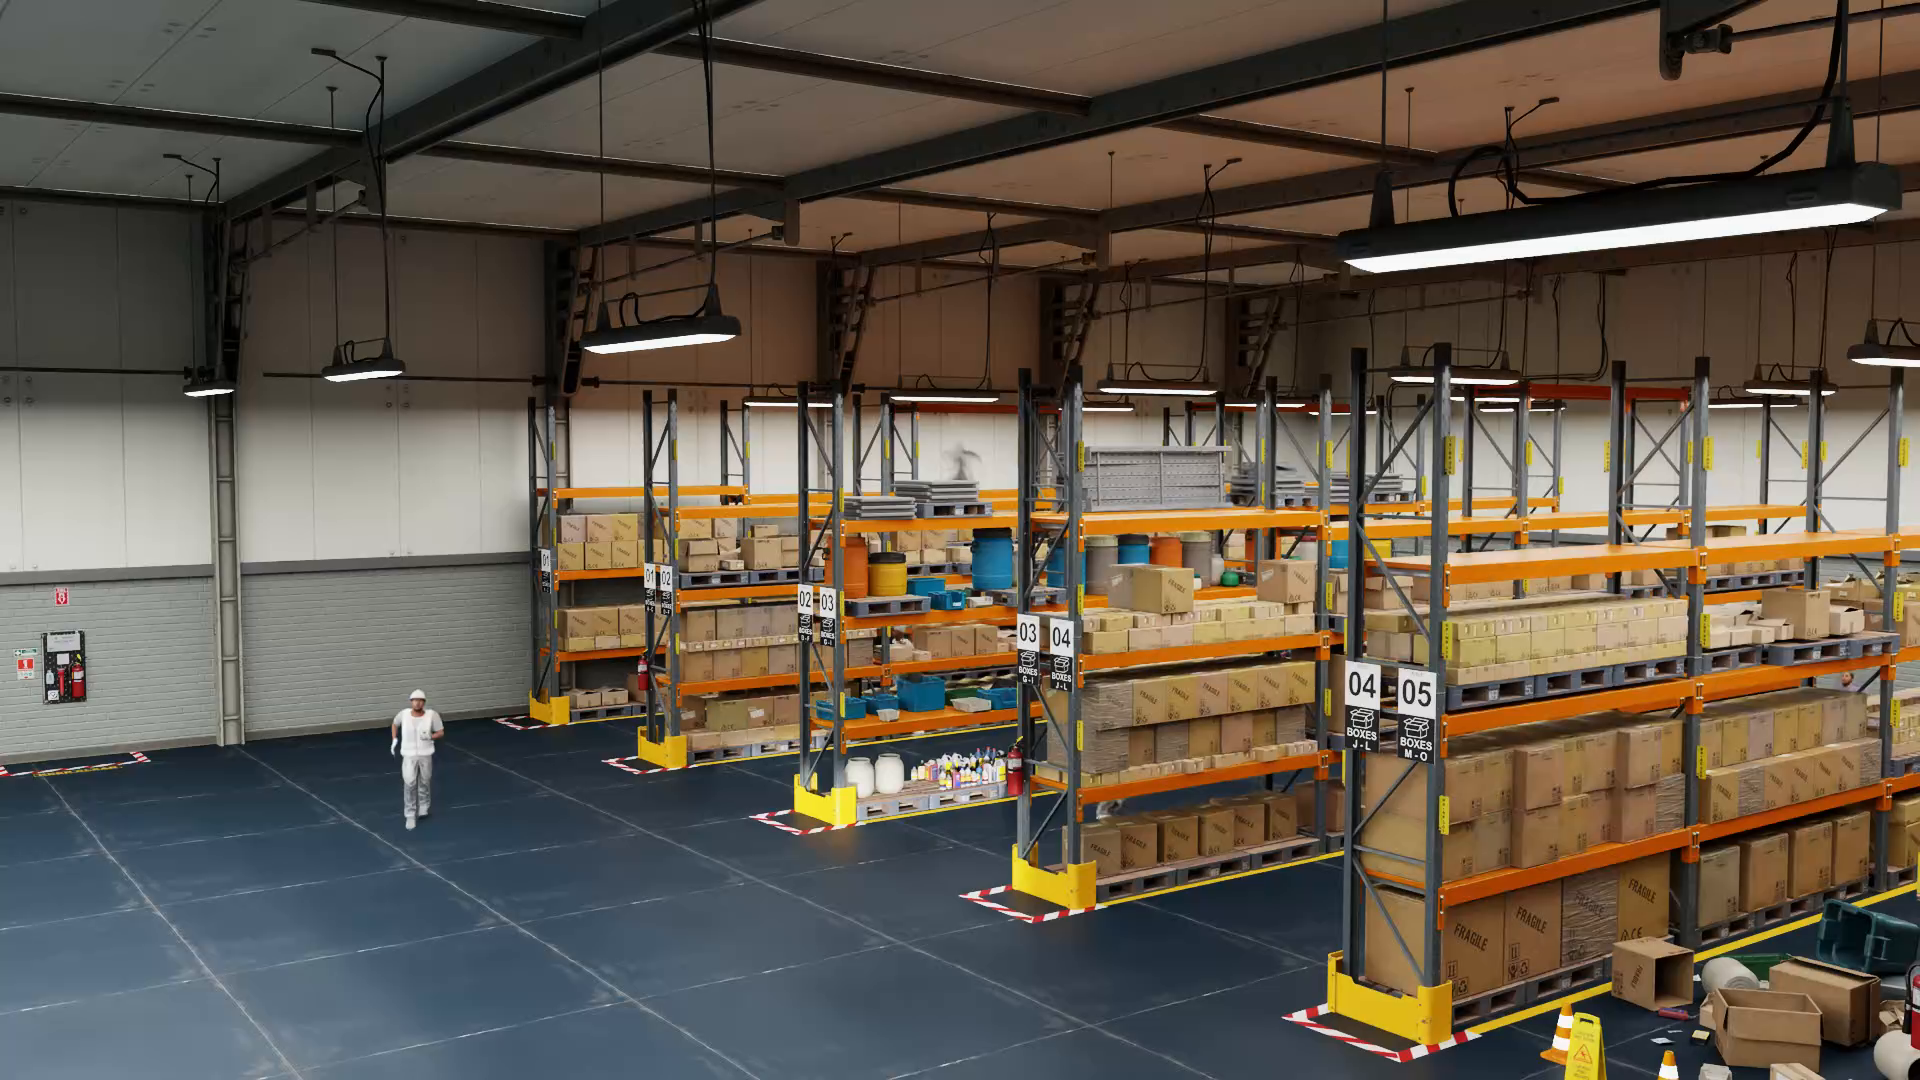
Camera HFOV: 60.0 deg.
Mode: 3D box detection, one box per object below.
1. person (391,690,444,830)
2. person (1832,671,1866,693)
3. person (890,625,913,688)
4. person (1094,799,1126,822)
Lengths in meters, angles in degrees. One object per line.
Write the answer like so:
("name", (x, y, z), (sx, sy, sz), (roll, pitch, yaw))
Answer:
("person", (-7.336, 2.935, 22.494), (0.682, 1.836, 0.790), (-1, 4, -17))
("person", (13.821, 2.827, 25.963), (0.697, 1.620, 0.648), (-3, 5, -42))
("person", (-1.096, 2.453, 31.403), (0.632, 1.734, 0.691), (-3, 4, -38))
("person", (1.958, 3.010, 21.683), (0.654, 1.760, 0.797), (3, 5, 43))
